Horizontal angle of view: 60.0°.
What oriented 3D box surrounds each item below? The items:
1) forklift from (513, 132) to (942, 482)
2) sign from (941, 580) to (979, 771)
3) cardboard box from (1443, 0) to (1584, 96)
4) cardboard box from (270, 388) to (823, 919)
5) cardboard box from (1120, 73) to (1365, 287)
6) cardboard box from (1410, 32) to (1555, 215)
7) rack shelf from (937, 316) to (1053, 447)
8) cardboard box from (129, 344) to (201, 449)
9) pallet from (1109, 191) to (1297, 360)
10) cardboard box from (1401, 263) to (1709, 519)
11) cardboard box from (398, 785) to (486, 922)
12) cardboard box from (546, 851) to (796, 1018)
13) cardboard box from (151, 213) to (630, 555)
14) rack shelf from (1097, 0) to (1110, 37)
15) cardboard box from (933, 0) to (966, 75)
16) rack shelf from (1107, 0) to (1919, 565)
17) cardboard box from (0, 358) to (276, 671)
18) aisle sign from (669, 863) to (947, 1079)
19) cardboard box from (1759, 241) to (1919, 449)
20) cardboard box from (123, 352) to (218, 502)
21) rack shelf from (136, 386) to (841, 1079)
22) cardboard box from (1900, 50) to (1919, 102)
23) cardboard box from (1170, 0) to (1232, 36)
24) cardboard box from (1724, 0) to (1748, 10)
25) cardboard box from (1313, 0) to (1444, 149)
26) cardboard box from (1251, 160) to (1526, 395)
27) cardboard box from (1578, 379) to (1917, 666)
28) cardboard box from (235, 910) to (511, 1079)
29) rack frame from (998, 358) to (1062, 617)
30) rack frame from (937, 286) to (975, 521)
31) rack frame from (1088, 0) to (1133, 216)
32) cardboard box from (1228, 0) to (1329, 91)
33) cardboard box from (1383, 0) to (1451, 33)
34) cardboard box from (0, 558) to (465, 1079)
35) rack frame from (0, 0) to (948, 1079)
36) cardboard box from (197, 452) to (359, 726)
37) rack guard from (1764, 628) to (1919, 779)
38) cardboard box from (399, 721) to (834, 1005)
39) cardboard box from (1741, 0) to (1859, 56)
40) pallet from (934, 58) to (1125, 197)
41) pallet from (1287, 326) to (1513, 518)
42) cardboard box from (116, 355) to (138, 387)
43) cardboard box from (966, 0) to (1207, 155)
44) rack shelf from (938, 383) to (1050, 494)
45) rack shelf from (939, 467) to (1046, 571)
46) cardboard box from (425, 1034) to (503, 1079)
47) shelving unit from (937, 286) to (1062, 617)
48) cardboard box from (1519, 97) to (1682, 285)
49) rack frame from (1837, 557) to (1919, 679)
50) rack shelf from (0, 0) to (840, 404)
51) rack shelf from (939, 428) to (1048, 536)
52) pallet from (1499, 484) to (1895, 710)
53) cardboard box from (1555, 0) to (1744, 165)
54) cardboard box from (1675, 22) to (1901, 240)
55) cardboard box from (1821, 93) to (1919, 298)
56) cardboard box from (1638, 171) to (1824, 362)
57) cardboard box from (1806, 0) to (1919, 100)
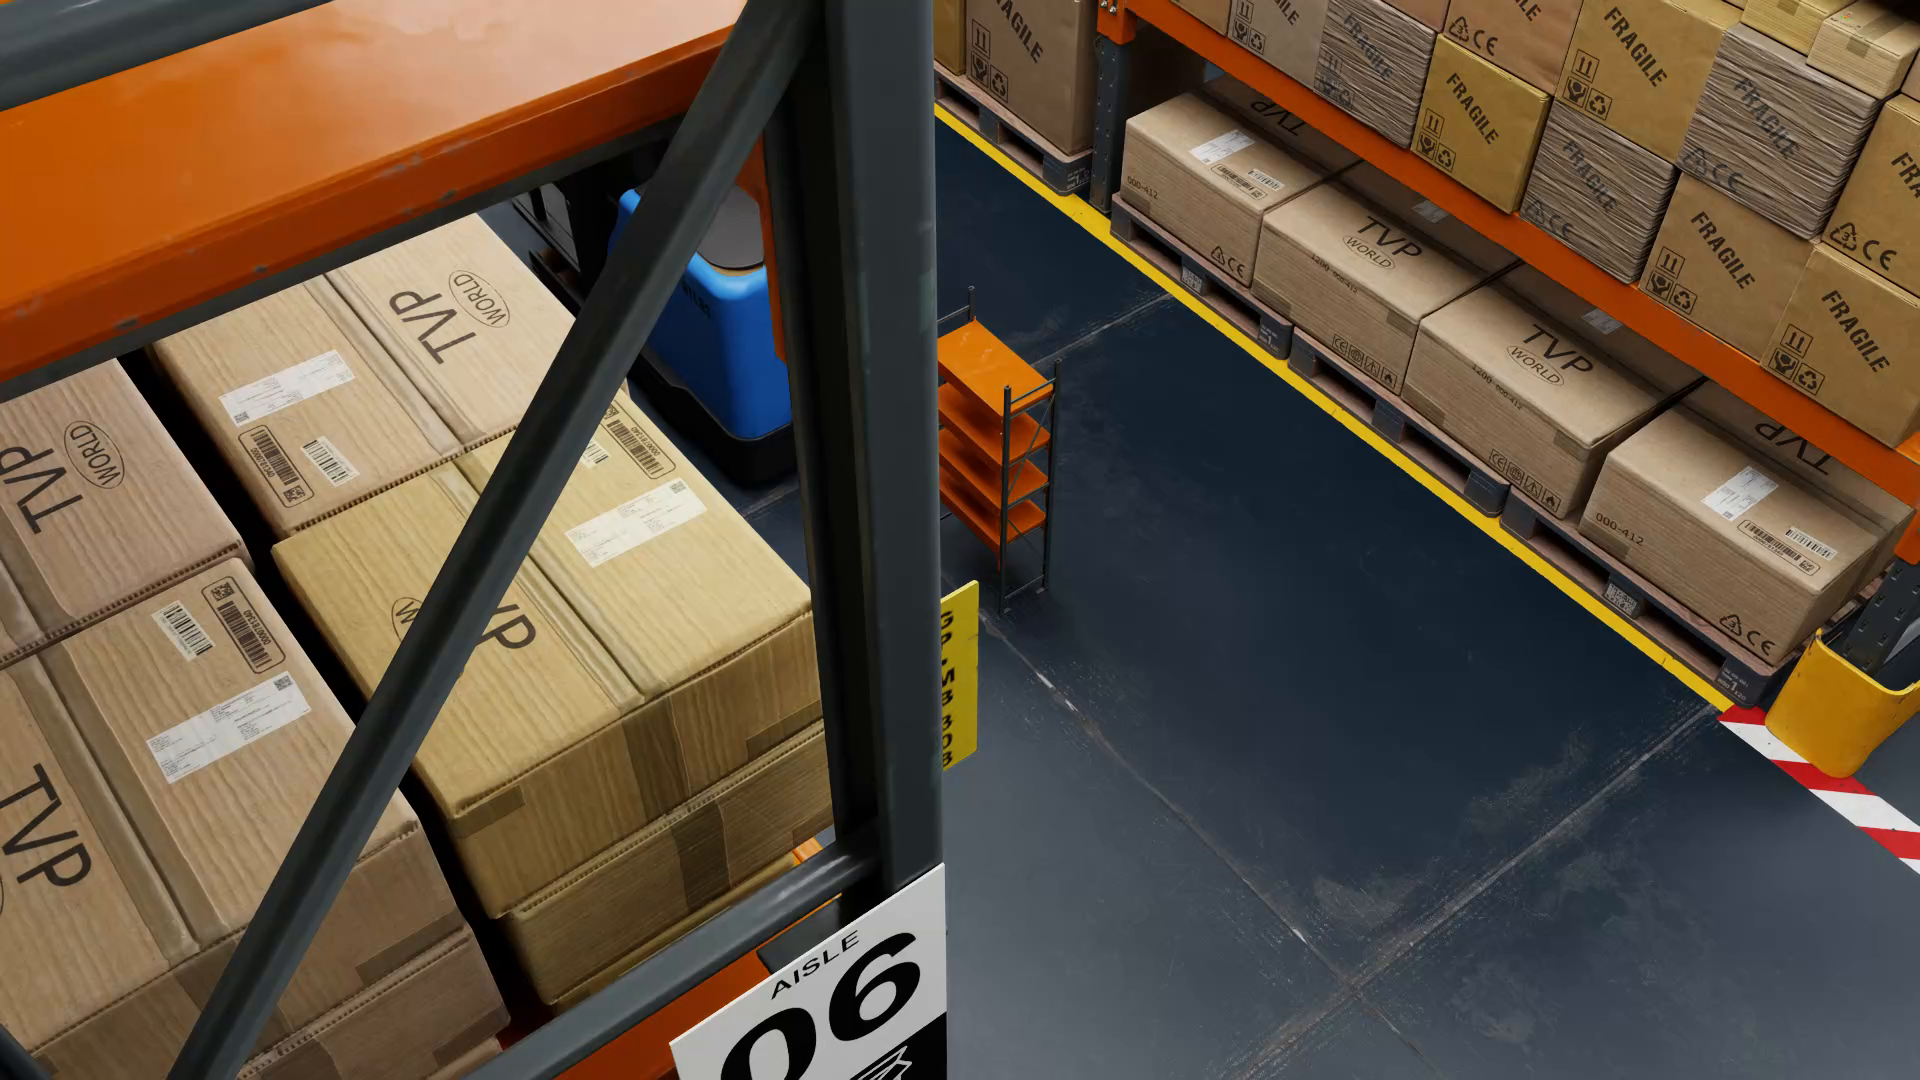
[{"bbox_3d":[-1.359,-2.274,6.832,1.130,2.935,3.031,-29,54,-24],"label":"forklift"},{"bbox_3d":[-0.020,0.176,1.950,0.100,0.325,0.005,-29,54,-24],"label":"sign"},{"bbox_3d":[2.075,-1.940,5.741,0.500,0.500,0.500,-30,54,-24],"label":"cardboard box"},{"bbox_3d":[-0.521,0.122,2.152,0.500,0.250,0.500,-30,54,-24],"label":"cardboard box"},{"bbox_3d":[1.369,-1.729,7.737,0.875,0.438,0.875,-30,54,-24],"label":"cardboard box"},{"bbox_3d":[2.059,-1.607,6.114,0.500,0.500,0.500,-28,54,-23],"label":"cardboard box"},{"bbox_3d":[0.100,-0.569,5.925,0.258,0.148,0.480,-29,54,-24],"label":"rack shelf"},{"bbox_3d":[-1.129,-0.477,2.695,0.500,0.250,0.500,-30,55,-25],"label":"cardboard box"},{"bbox_3d":[1.472,-1.446,7.918,1.003,0.211,1.213,-29,54,-24],"label":"pallet"},{"bbox_3d":[2.456,-0.669,6.776,0.875,0.438,0.875,-28,54,-23],"label":"cardboard box"},{"bbox_3d":[-0.640,0.363,2.540,0.380,0.149,0.250,-28,54,-23],"label":"cardboard box"},{"bbox_3d":[-0.460,0.505,2.411,0.380,0.149,0.250,-28,54,-23],"label":"cardboard box"},{"bbox_3d":[-0.814,-0.187,2.432,0.500,0.250,0.500,-30,54,-24],"label":"cardboard box"},{"bbox_3d":[-0.137,-3.804,8.659,1.077,0.370,4.000,-29,54,-24],"label":"rack shelf"},{"bbox_3d":[0.082,-3.153,8.733,0.875,0.875,0.875,-28,54,-23],"label":"cardboard box"},{"bbox_3d":[2.285,-1.446,6.520,1.077,0.370,4.000,-29,54,-24],"label":"rack shelf"},{"bbox_3d":[-1.258,0.052,2.215,0.500,0.250,0.500,-31,55,-25],"label":"cardboard box"},{"bbox_3d":[-0.177,0.756,2.284,0.394,0.787,0.004,-29,54,-24],"label":"aisle sign"},{"bbox_3d":[2.993,-0.707,5.298,0.500,0.500,0.500,-29,54,-24],"label":"cardboard box"},{"bbox_3d":[-1.127,-0.318,2.888,0.500,0.250,0.500,-31,55,-25],"label":"cardboard box"},{"bbox_3d":[-1.663,-0.224,3.388,1.077,0.370,4.000,-29,54,-24],"label":"rack shelf"},{"bbox_3d":[2.947,-1.356,4.773,0.380,0.149,0.250,-28,54,-23],"label":"cardboard box"},{"bbox_3d":[1.150,-2.506,6.929,0.500,0.500,0.500,-28,54,-23],"label":"cardboard box"},{"bbox_3d":[2.502,-1.823,5.197,0.380,0.149,0.250,-30,54,-24],"label":"cardboard box"},{"bbox_3d":[1.747,-1.911,6.389,0.500,0.500,0.500,-29,54,-24],"label":"cardboard box"},{"bbox_3d":[1.911,-1.201,7.259,0.875,0.438,0.875,-31,55,-25],"label":"cardboard box"},{"bbox_3d":[3.017,-0.133,6.291,0.875,0.438,0.875,-31,55,-25],"label":"cardboard box"},{"bbox_3d":[-0.938,0.524,2.125,0.500,0.250,0.500,-30,55,-25],"label":"cardboard box"},{"bbox_3d":[0.248,-0.162,6.085,0.240,1.200,0.015,-29,54,-24],"label":"rack frame"},{"bbox_3d":[-0.047,-0.449,6.346,0.240,1.200,0.015,-29,54,-24],"label":"rack frame"},{"bbox_3d":[1.074,-2.867,7.323,1.000,3.000,0.127,-29,54,-24],"label":"rack frame"},{"bbox_3d":[1.451,-2.207,6.658,0.500,0.500,0.500,-29,54,-24],"label":"cardboard box"},{"bbox_3d":[1.772,-2.239,6.011,0.500,0.500,0.500,-28,54,-23],"label":"cardboard box"},{"bbox_3d":[-0.943,0.359,1.937,0.500,0.250,0.500,-31,55,-25],"label":"cardboard box"},{"bbox_3d":[-0.452,-0.294,0.942,1.000,3.000,0.127,-29,54,-24],"label":"rack frame"},{"bbox_3d":[-0.827,-0.011,2.610,0.500,0.250,0.500,-28,54,-23],"label":"cardboard box"},{"bbox_3d":[3.511,0.346,6.098,1.175,0.500,0.348,-29,54,-24],"label":"rack guard"},{"bbox_3d":[-0.503,0.280,2.347,0.500,0.250,0.500,-30,54,-24],"label":"cardboard box"},{"bbox_3d":[2.604,-1.637,5.028,0.380,0.149,0.250,-28,54,-23],"label":"cardboard box"},{"bbox_3d":[0.547,-2.351,8.738,1.003,0.211,1.213,-29,54,-24],"label":"pallet"},{"bbox_3d":[2.215,-0.727,7.265,1.003,0.211,1.213,-29,54,-24],"label":"pallet"},{"bbox_3d":[-1.459,-0.613,3.156,0.500,0.250,0.500,-30,55,-25],"label":"cardboard box"},{"bbox_3d":[0.635,-2.624,8.253,0.875,0.875,0.875,-28,54,-23],"label":"cardboard box"},{"bbox_3d":[0.100,-0.410,6.100,0.258,0.148,0.480,-29,54,-24],"label":"rack shelf"},{"bbox_3d":[0.100,-0.127,6.413,0.258,0.148,0.480,-29,54,-24],"label":"rack shelf"},{"bbox_3d":[-0.830,0.713,2.223,0.380,0.149,0.250,-28,54,-23],"label":"cardboard box"},{"bbox_3d":[0.100,-0.305,6.216,0.258,1.200,0.503,-29,54,-24],"label":"shelving unit"},{"bbox_3d":[2.382,-1.309,5.843,0.500,0.500,0.500,-28,54,-23],"label":"cardboard box"},{"bbox_3d":[3.496,-0.508,5.185,1.000,3.000,0.127,-29,54,-24],"label":"rack frame"},{"bbox_3d":[-1.663,-1.231,2.278,1.077,0.370,4.000,-29,54,-24],"label":"rack shelf"},{"bbox_3d":[0.100,-0.260,6.266,0.258,0.148,0.480,-29,54,-24],"label":"rack shelf"},{"bbox_3d":[2.950,-0.008,6.613,1.003,0.211,1.213,-29,54,-24],"label":"pallet"},{"bbox_3d":[2.378,-1.643,5.471,0.500,0.500,0.500,-30,54,-24],"label":"cardboard box"},{"bbox_3d":[2.675,-1.350,5.206,0.500,0.500,0.500,-29,54,-24],"label":"cardboard box"},{"bbox_3d":[3.015,-1.055,4.938,0.500,0.500,0.500,-28,54,-23],"label":"cardboard box"},{"bbox_3d":[2.702,-1.010,5.572,0.500,0.500,0.500,-30,55,-25],"label":"cardboard box"},{"bbox_3d":[2.723,-1.470,4.877,0.380,0.149,0.250,-30,54,-24],"label":"cardboard box"}]
